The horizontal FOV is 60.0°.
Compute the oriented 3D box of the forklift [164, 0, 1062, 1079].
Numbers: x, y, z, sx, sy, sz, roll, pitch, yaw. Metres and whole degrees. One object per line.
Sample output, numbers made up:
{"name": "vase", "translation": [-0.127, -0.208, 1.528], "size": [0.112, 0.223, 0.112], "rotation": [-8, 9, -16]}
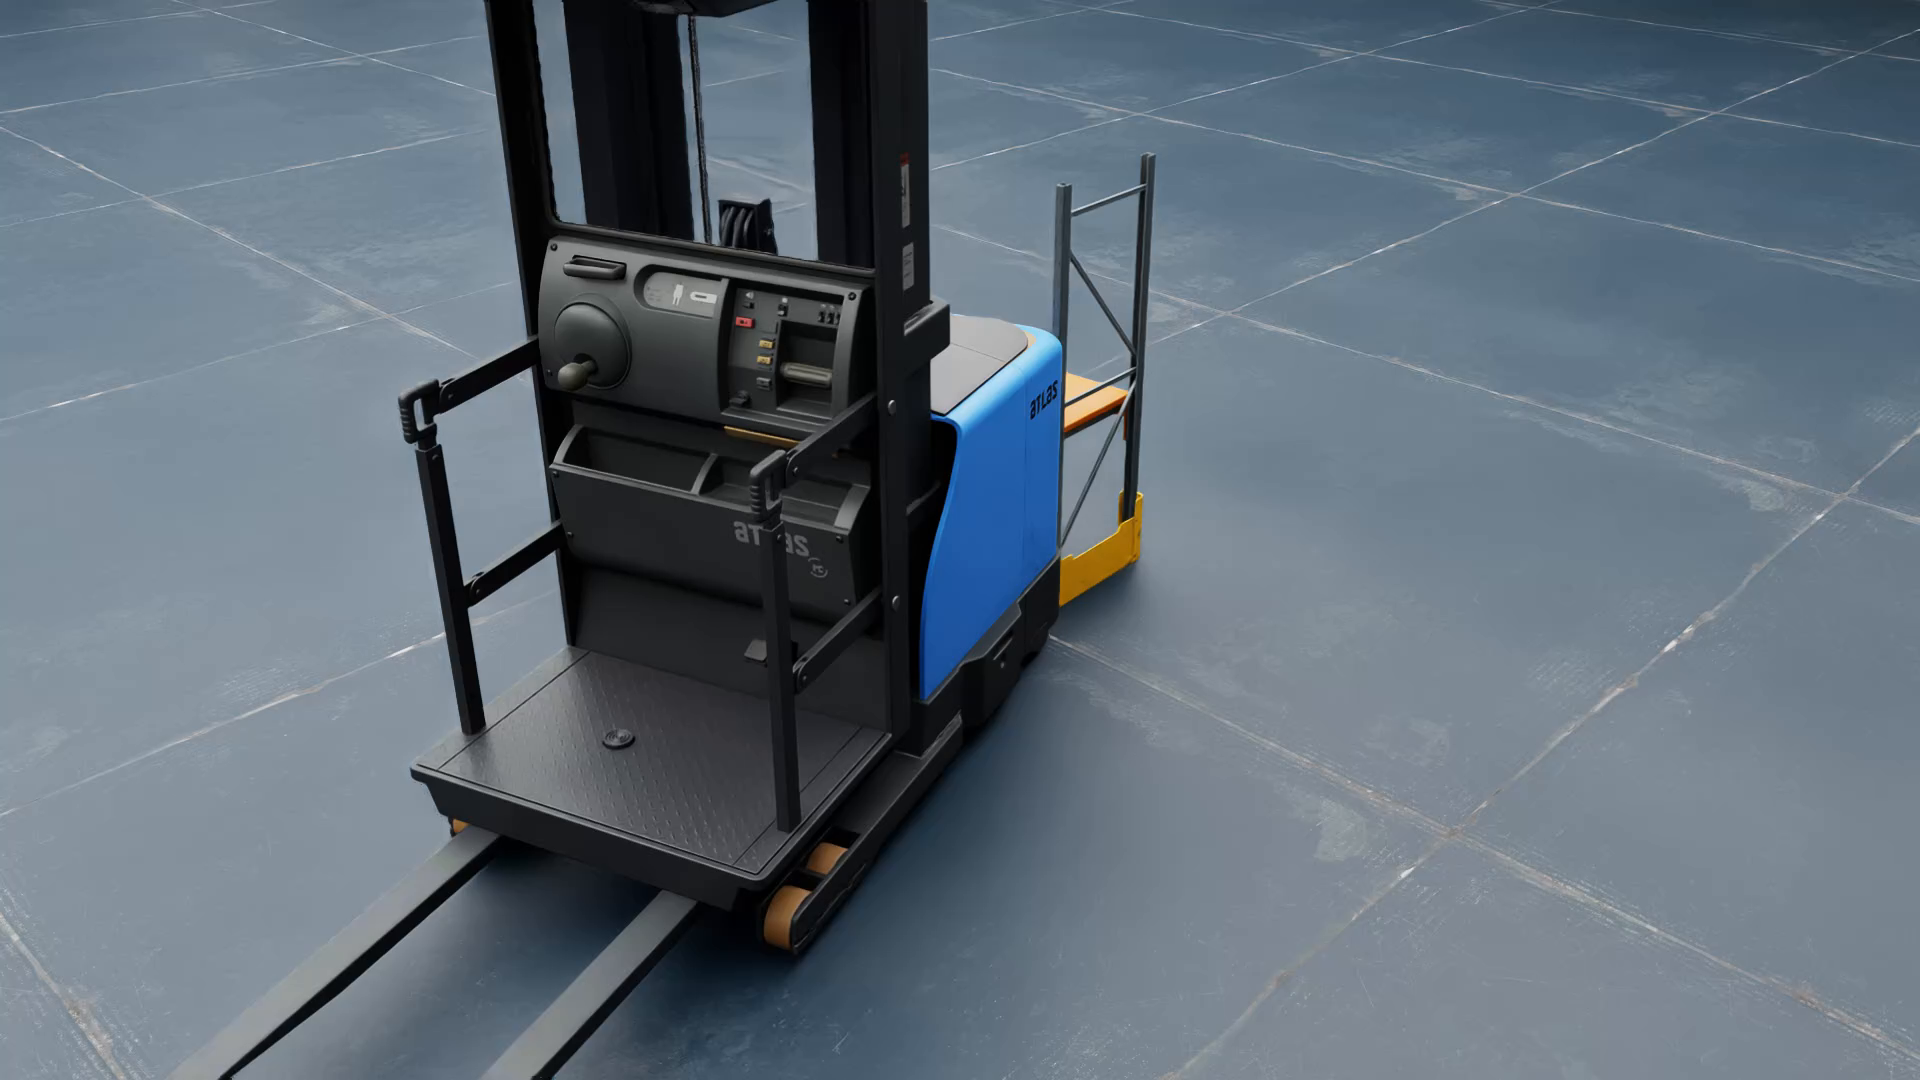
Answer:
{"name": "forklift", "translation": [-0.756, -0.479, 4.011], "size": [1.130, 2.935, 3.031], "rotation": [13, 30, 22]}

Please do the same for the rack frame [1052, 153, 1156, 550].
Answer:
{"name": "rack frame", "translation": [0.466, -0.509, 5.606], "size": [0.032, 1.500, 0.500], "rotation": [21, 35, 35]}

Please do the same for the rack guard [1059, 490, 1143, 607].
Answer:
{"name": "rack guard", "translation": [0.451, 0.039, 5.908], "size": [0.087, 0.250, 0.587], "rotation": [21, 35, 35]}

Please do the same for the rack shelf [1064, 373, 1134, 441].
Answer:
{"name": "rack shelf", "translation": [0.077, -0.502, 5.979], "size": [1.000, 0.185, 0.538], "rotation": [21, 35, 35]}

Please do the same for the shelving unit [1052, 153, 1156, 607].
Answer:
{"name": "shelving unit", "translation": [0.070, -0.664, 5.900], "size": [1.083, 1.500, 0.587], "rotation": [21, 35, 35]}
